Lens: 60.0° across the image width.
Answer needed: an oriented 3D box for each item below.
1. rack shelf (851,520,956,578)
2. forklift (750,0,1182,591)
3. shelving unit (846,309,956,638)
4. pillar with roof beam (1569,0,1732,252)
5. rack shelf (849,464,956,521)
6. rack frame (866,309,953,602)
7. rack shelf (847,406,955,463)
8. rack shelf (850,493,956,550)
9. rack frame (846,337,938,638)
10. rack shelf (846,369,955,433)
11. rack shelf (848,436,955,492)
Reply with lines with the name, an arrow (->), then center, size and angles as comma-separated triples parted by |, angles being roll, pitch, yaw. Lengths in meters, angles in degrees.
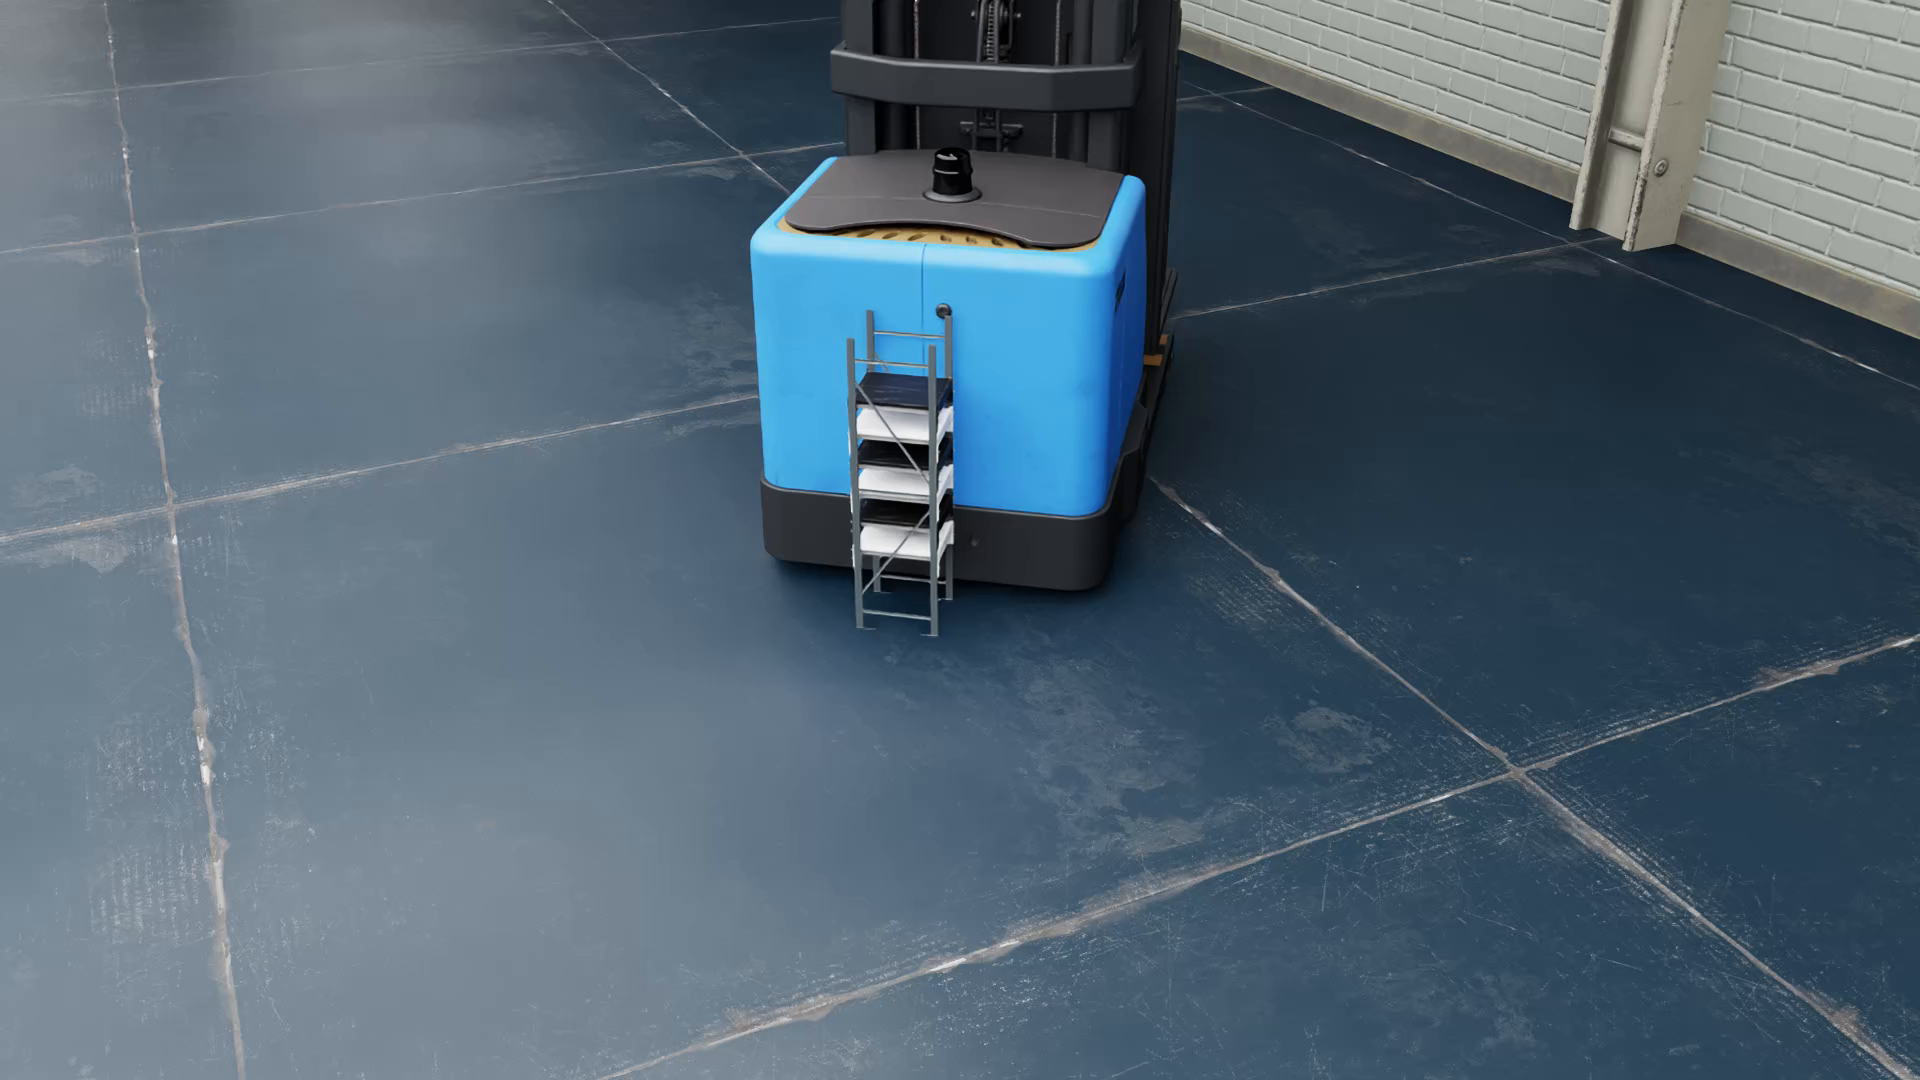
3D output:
rack shelf -> -0.159, 0.012, 4.744 | 0.258, 0.077, 0.200 | 6, 30, 10
forklift -> 0.207, -1.835, 5.525 | 1.130, 2.935, 3.031 | 6, 30, 10
shelving unit -> -0.159, -0.174, 4.640 | 0.258, 0.900, 0.210 | 6, 30, 10
pillar with roof beam -> -0.772, -4.457, 3.998 | 9.100, 9.000, 0.400 | -13, 32, -22
rack shelf -> -0.159, -0.145, 4.656 | 0.258, 0.077, 0.200 | 6, 30, 10
rack frame -> -0.139, -0.222, 4.727 | 0.240, 0.900, 0.006 | 6, 30, 10
rack shelf -> -0.159, -0.302, 4.568 | 0.258, 0.077, 0.200 | 6, 30, 10
rack shelf -> -0.159, -0.066, 4.700 | 0.258, 0.077, 0.200 | 6, 30, 10
rack frame -> -0.180, -0.125, 4.553 | 0.240, 0.900, 0.006 | 6, 30, 10
rack shelf -> -0.159, -0.380, 4.524 | 0.258, 0.077, 0.200 | 6, 30, 10
rack shelf -> -0.159, -0.223, 4.612 | 0.258, 0.077, 0.200 | 6, 30, 10
